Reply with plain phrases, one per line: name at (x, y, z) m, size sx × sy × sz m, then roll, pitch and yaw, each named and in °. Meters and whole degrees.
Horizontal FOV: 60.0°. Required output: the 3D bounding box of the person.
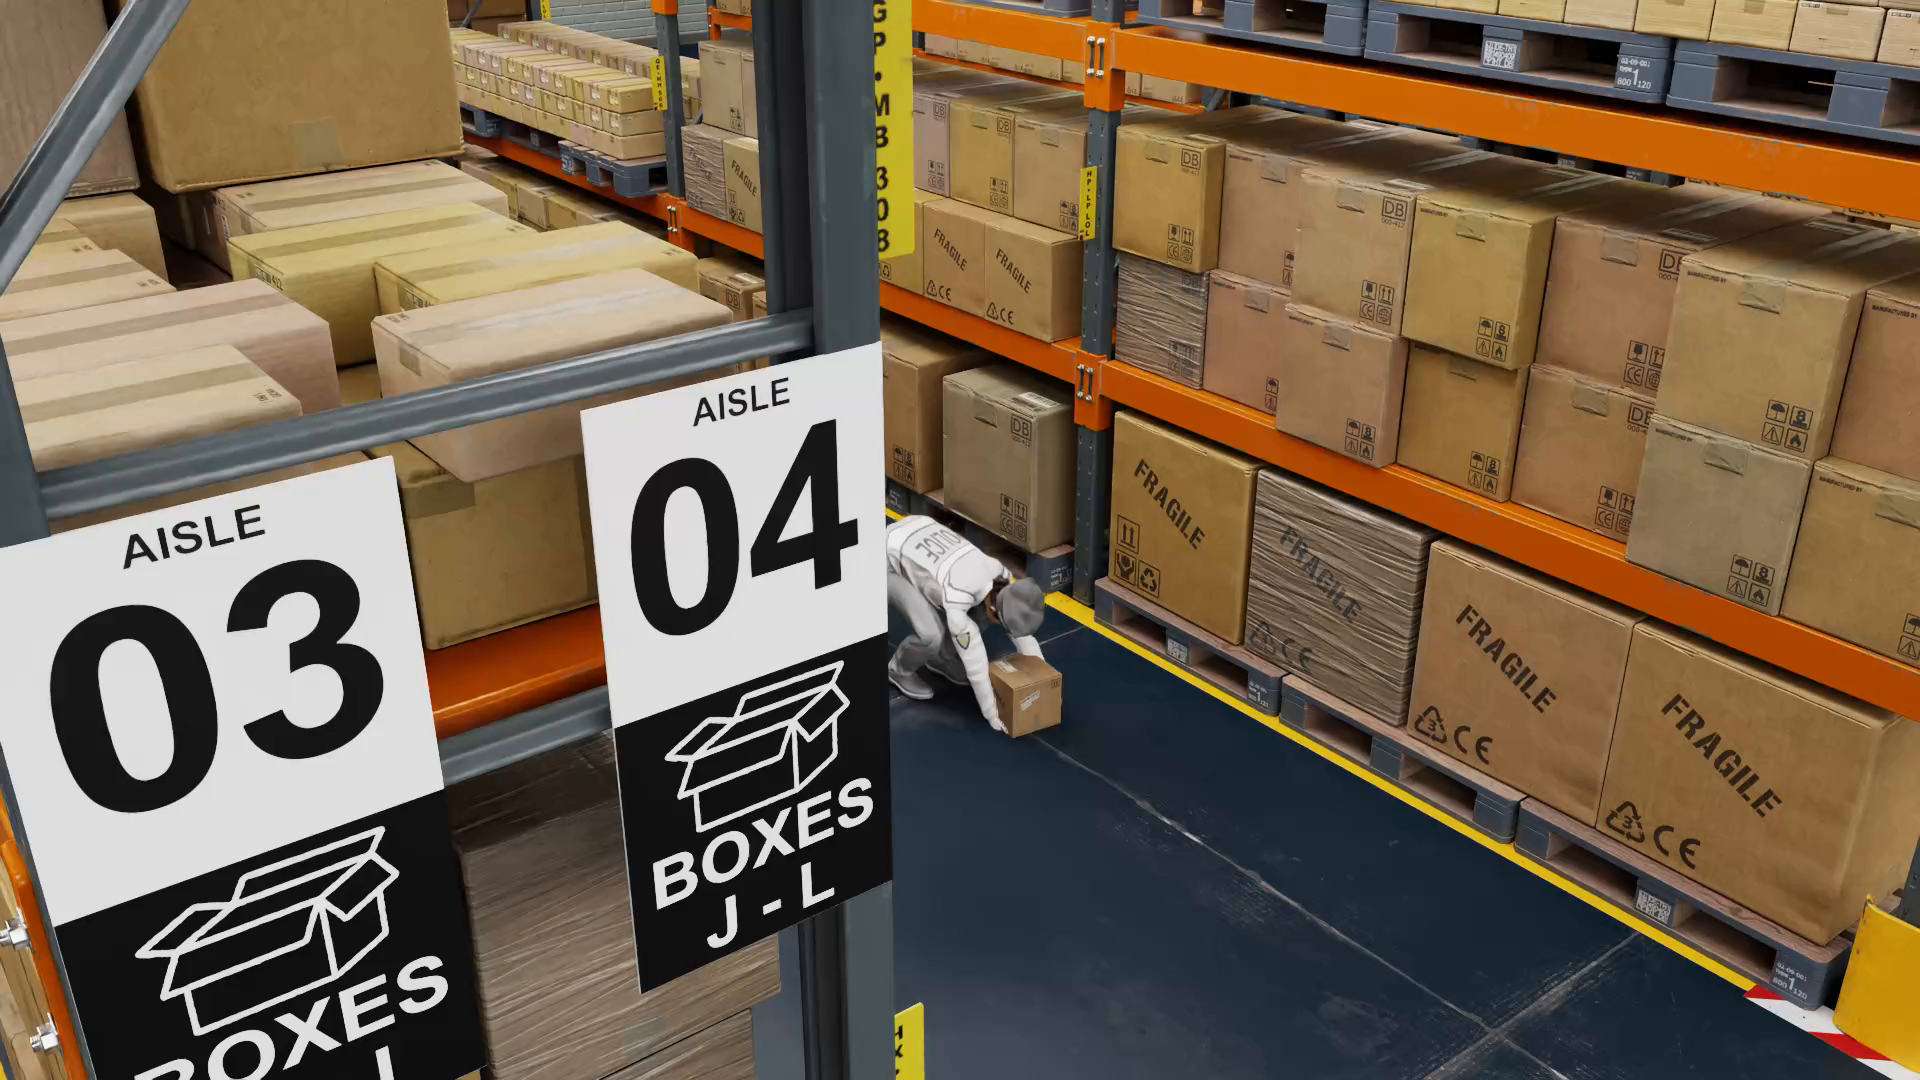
person at (-0.015, 0.371, 7.418) m, size 0.950 × 0.818 × 0.452 m, roll 21°, pitch 32°, yaw 38°
